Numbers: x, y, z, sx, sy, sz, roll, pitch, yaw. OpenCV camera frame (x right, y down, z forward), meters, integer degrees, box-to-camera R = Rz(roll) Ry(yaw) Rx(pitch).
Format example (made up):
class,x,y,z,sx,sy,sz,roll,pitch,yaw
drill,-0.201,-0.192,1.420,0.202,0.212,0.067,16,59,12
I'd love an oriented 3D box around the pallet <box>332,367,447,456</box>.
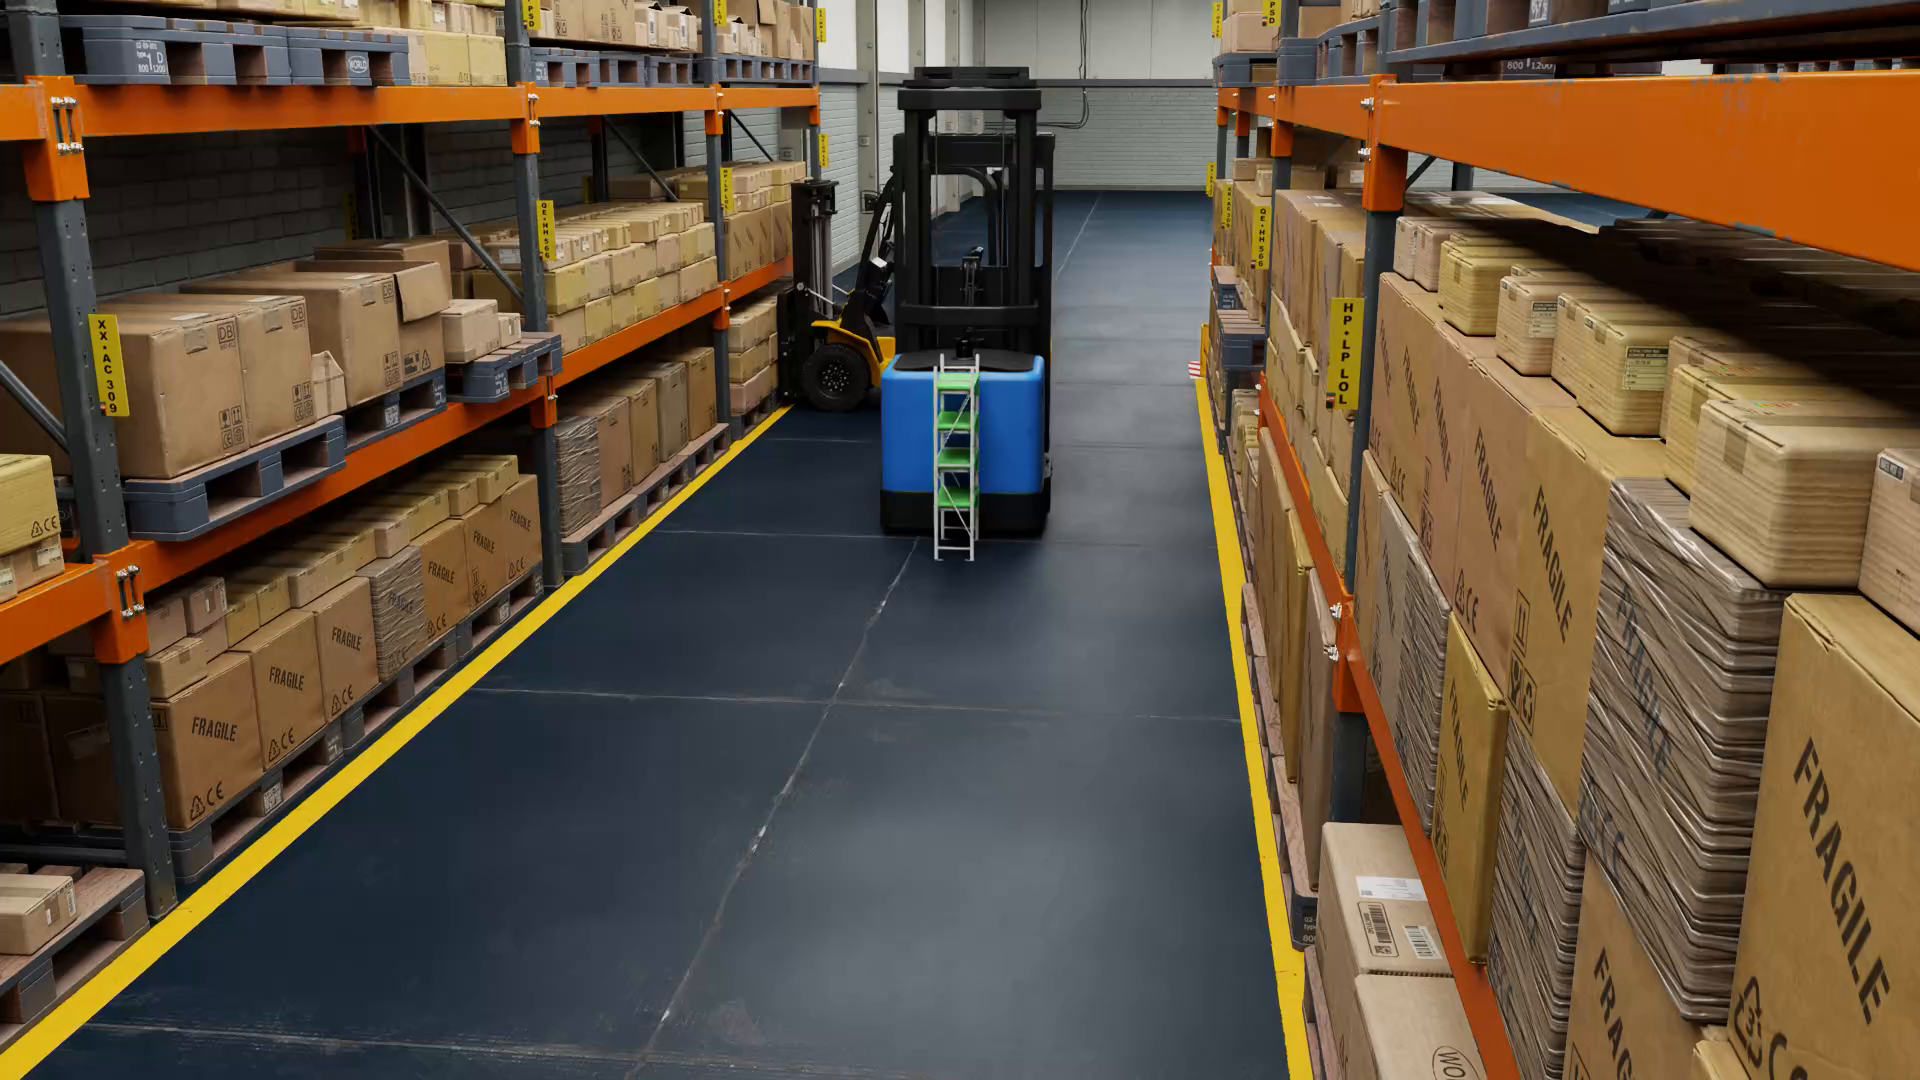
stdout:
class,x,y,z,sx,sy,sz,roll,pitch,yaw
pallet,-3.028,-0.594,7.478,1.003,0.211,1.213,2,15,6

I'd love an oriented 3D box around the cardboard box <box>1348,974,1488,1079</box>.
class,x,y,z,sx,sy,sz,roll,pitch,yaw
cardboard box,1.390,1.418,3.776,0.875,0.438,0.875,1,15,5

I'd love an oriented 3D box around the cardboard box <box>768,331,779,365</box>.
class,x,y,z,sx,sy,sz,roll,pitch,yaw
cardboard box,-1.878,-1.722,14.789,0.500,0.250,0.500,2,15,6

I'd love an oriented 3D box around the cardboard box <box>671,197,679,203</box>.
class,x,y,z,sx,sy,sz,roll,pitch,yaw
cardboard box,-2.549,-2.815,13.891,0.380,0.149,0.250,2,15,8

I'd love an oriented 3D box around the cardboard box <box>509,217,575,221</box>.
class,x,y,z,sx,sy,sz,roll,pitch,yaw
cardboard box,-2.833,-2.111,11.287,0.380,0.149,0.250,2,15,7

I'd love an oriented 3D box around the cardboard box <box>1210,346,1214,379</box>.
class,x,y,z,sx,sy,sz,roll,pitch,yaw
cardboard box,2.591,-1.663,15.527,0.500,0.250,0.500,2,15,8

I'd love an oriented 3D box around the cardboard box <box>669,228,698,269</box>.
class,x,y,z,sx,sy,sz,roll,pitch,yaw
cardboard box,-2.214,-2.129,12.117,0.500,0.250,0.500,1,15,5

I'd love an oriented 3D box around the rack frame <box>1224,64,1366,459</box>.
class,x,y,z,sx,sy,sz,roll,pitch,yaw
rack frame,2.570,-2.083,12.619,1.000,3.000,0.127,2,15,6

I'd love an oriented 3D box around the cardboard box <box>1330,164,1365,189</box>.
class,x,y,z,sx,sy,sz,roll,pitch,yaw
cardboard box,2.670,-2.413,11.032,0.380,0.149,0.250,1,15,4

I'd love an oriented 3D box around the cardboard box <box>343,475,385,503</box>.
class,x,y,z,sx,sy,sz,roll,pitch,yaw
cardboard box,-3.187,-0.239,8.541,0.380,0.149,0.250,2,15,7

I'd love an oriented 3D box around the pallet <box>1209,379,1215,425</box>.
class,x,y,z,sx,sy,sz,roll,pitch,yaw
pallet,2.746,-1.229,14.804,1.003,0.211,1.213,2,15,6

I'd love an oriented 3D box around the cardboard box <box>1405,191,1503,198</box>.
class,x,y,z,sx,sy,sz,roll,pitch,yaw
cardboard box,2.320,-1.435,8.114,0.500,0.500,0.500,1,15,5

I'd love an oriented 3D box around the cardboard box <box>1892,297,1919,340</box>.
class,x,y,z,sx,sy,sz,roll,pitch,yaw
cardboard box,1.748,-0.300,2.674,0.380,0.149,0.250,1,15,5

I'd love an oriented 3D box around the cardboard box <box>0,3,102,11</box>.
class,x,y,z,sx,sy,sz,roll,pitch,yaw
cardboard box,-3.276,-1.946,5.850,0.380,0.149,0.250,1,15,5

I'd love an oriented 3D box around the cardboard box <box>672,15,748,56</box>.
class,x,y,z,sx,sy,sz,roll,pitch,yaw
cardboard box,-2.026,-4.093,13.480,0.500,0.311,0.500,2,15,7

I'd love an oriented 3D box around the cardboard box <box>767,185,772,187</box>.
class,x,y,z,sx,sy,sz,roll,pitch,yaw
cardboard box,-1.910,-3.133,15.069,0.380,0.149,0.250,2,15,6

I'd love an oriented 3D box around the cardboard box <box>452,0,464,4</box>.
class,x,y,z,sx,sy,sz,roll,pitch,yaw
cardboard box,-2.693,-2.739,8.254,0.380,0.149,0.250,1,15,4

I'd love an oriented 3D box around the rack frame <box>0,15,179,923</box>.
class,x,y,z,sx,sy,sz,roll,pitch,yaw
rack frame,-3.265,-0.153,5.483,1.000,3.000,0.127,2,15,6

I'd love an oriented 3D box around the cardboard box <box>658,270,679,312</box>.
class,x,y,z,sx,sy,sz,roll,pitch,yaw
cardboard box,-2.297,-1.759,11.708,0.500,0.250,0.500,2,15,7

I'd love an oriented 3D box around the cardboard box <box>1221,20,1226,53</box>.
class,x,y,z,sx,sy,sz,roll,pitch,yaw
cardboard box,2.106,-3.522,11.675,0.500,0.250,0.500,1,15,5

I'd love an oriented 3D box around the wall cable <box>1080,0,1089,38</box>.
class,x,y,z,sx,sy,sz,roll,pitch,yaw
wall cable,4.835,-15.373,46.548,3.097,2.526,0.112,2,15,6

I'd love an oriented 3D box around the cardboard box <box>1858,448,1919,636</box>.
class,x,y,z,sx,sy,sz,roll,pitch,yaw
cardboard box,1.062,0.020,1.493,0.380,0.149,0.250,2,15,7

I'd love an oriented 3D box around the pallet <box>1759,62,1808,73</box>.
class,x,y,z,sx,sy,sz,roll,pitch,yaw
pallet,7.878,-4.213,14.921,1.003,0.211,1.213,2,15,6

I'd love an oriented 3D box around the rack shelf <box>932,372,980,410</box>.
class,x,y,z,sx,sy,sz,roll,pitch,yaw
rack shelf,-0.019,-0.914,10.149,0.258,0.148,0.480,1,15,4

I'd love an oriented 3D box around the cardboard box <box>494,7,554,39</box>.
class,x,y,z,sx,sy,sz,roll,pitch,yaw
cardboard box,-2.472,-2.858,9.192,0.380,0.166,0.250,2,15,6

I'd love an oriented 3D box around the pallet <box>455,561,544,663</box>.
class,x,y,z,sx,sy,sz,roll,pitch,yaw
pallet,-2.935,0.348,8.971,1.003,0.211,1.213,2,15,6

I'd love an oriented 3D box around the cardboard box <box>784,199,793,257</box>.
class,x,y,z,sx,sy,sz,roll,pitch,yaw
cardboard box,-1.831,-2.911,15.491,0.500,0.500,0.500,1,15,5

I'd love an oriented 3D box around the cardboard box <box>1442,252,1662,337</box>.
class,x,y,z,sx,sy,sz,roll,pitch,yaw
cardboard box,1.226,-0.513,3.462,0.380,0.149,0.250,1,15,5

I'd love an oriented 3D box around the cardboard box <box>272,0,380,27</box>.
class,x,y,z,sx,sy,sz,roll,pitch,yaw
cardboard box,-2.786,-2.327,7.298,0.380,0.149,0.250,2,15,8

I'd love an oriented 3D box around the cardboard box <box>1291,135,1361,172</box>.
class,x,y,z,sx,sy,sz,roll,pitch,yaw
cardboard box,2.835,-2.865,12.835,0.700,0.500,0.500,2,15,6

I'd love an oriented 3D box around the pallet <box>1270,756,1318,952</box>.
class,x,y,z,sx,sy,sz,roll,pitch,yaw
pallet,1.680,1.136,6.058,1.003,0.211,1.213,2,15,6

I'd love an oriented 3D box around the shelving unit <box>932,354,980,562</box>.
class,x,y,z,sx,sy,sz,roll,pitch,yaw
shelving unit,-0.019,-0.512,10.258,0.258,1.200,0.503,1,15,4

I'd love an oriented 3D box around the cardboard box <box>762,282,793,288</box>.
class,x,y,z,sx,sy,sz,roll,pitch,yaw
cardboard box,-1.705,-2.362,16.200,0.500,0.250,0.500,2,15,7

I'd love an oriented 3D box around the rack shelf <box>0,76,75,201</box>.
class,x,y,z,sx,sy,sz,roll,pitch,yaw
rack shelf,-3.491,-0.735,3.267,1.077,0.370,4.000,2,15,6

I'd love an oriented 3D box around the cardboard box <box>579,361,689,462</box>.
class,x,y,z,sx,sy,sz,roll,pitch,yaw
cardboard box,-2.505,-0.948,12.166,0.875,0.625,0.625,2,15,6

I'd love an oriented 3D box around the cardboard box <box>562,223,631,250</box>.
class,x,y,z,sx,sy,sz,roll,pitch,yaw
cardboard box,-2.350,-1.961,10.734,0.380,0.149,0.250,2,15,7

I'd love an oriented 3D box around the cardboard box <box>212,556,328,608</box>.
class,x,y,z,sx,sy,sz,roll,pitch,yaw
cardboard box,-2.905,0.176,7.006,0.380,0.149,0.250,2,15,6

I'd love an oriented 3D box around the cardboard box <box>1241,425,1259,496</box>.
class,x,y,z,sx,sy,sz,roll,pitch,yaw
cardboard box,2.359,-0.514,11.047,0.950,0.372,0.625,2,15,8

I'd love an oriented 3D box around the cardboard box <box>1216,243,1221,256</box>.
class,x,y,z,sx,sy,sz,roll,pitch,yaw
cardboard box,2.578,-2.720,15.457,0.380,0.149,0.250,2,15,7

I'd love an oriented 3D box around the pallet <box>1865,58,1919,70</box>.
class,x,y,z,sx,sy,sz,roll,pitch,yaw
pallet,7.603,-3.580,12.580,1.003,0.211,1.213,2,15,6

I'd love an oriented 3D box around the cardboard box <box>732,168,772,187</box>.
class,x,y,z,sx,sy,sz,roll,pitch,yaw
cardboard box,-1.909,-3.274,15.018,0.380,0.149,0.250,2,15,7

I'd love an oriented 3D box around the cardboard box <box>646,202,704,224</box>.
class,x,y,z,sx,sy,sz,roll,pitch,yaw
cardboard box,-2.180,-2.494,12.706,0.380,0.149,0.250,2,15,8

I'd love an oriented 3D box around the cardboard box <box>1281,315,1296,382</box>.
class,x,y,z,sx,sy,sz,roll,pitch,yaw
cardboard box,1.688,-0.827,7.305,0.500,0.250,0.500,2,15,6

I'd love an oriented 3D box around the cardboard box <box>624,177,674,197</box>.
class,x,y,z,sx,sy,sz,roll,pitch,yaw
cardboard box,-2.557,-2.889,13.595,0.380,0.149,0.250,1,15,5

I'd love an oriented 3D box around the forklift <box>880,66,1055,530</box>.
class,x,y,z,sx,sy,sz,roll,pitch,yaw
forklift,0.107,-1.810,11.740,1.130,2.935,3.031,1,15,4

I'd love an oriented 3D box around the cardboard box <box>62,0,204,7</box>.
class,x,y,z,sx,sy,sz,roll,pitch,yaw
cardboard box,-2.772,-1.863,5.544,0.380,0.149,0.250,2,15,7

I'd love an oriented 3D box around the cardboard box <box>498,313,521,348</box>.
class,x,y,z,sx,sy,sz,roll,pitch,yaw
cardboard box,-2.506,-1.091,8.625,0.380,0.149,0.250,2,15,7

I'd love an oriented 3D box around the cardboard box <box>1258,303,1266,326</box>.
class,x,y,z,sx,sy,sz,roll,pitch,yaw
cardboard box,1.880,-1.291,9.365,0.380,0.149,0.250,2,15,7

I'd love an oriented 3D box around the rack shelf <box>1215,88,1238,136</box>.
class,x,y,z,sx,sy,sz,roll,pitch,yaw
rack shelf,2.796,-3.702,14.240,1.077,0.370,4.000,2,15,6

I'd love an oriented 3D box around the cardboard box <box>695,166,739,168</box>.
class,x,y,z,sx,sy,sz,roll,pitch,yaw
cardboard box,-2.287,-3.421,15.564,0.380,0.149,0.250,2,15,8

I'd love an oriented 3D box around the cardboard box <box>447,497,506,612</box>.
class,x,y,z,sx,sy,sz,roll,pitch,yaw
cardboard box,-2.715,0.059,8.683,0.500,0.500,0.500,1,15,5

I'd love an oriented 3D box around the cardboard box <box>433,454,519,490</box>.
class,x,y,z,sx,sy,sz,roll,pitch,yaw
cardboard box,-2.618,-0.364,9.005,0.380,0.149,0.250,1,15,4

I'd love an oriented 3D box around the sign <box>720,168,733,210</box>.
class,x,y,z,sx,sy,sz,roll,pitch,yaw
sign,-1.822,-2.735,12.965,0.100,0.325,0.005,2,15,6

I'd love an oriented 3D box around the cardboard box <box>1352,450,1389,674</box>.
class,x,y,z,sx,sy,sz,roll,pitch,yaw
cardboard box,1.354,0.058,4.511,0.500,0.500,0.500,2,15,8

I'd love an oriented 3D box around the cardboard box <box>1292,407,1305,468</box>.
class,x,y,z,sx,sy,sz,roll,pitch,yaw
cardboard box,1.656,-0.456,6.889,0.500,0.250,0.500,2,15,6
